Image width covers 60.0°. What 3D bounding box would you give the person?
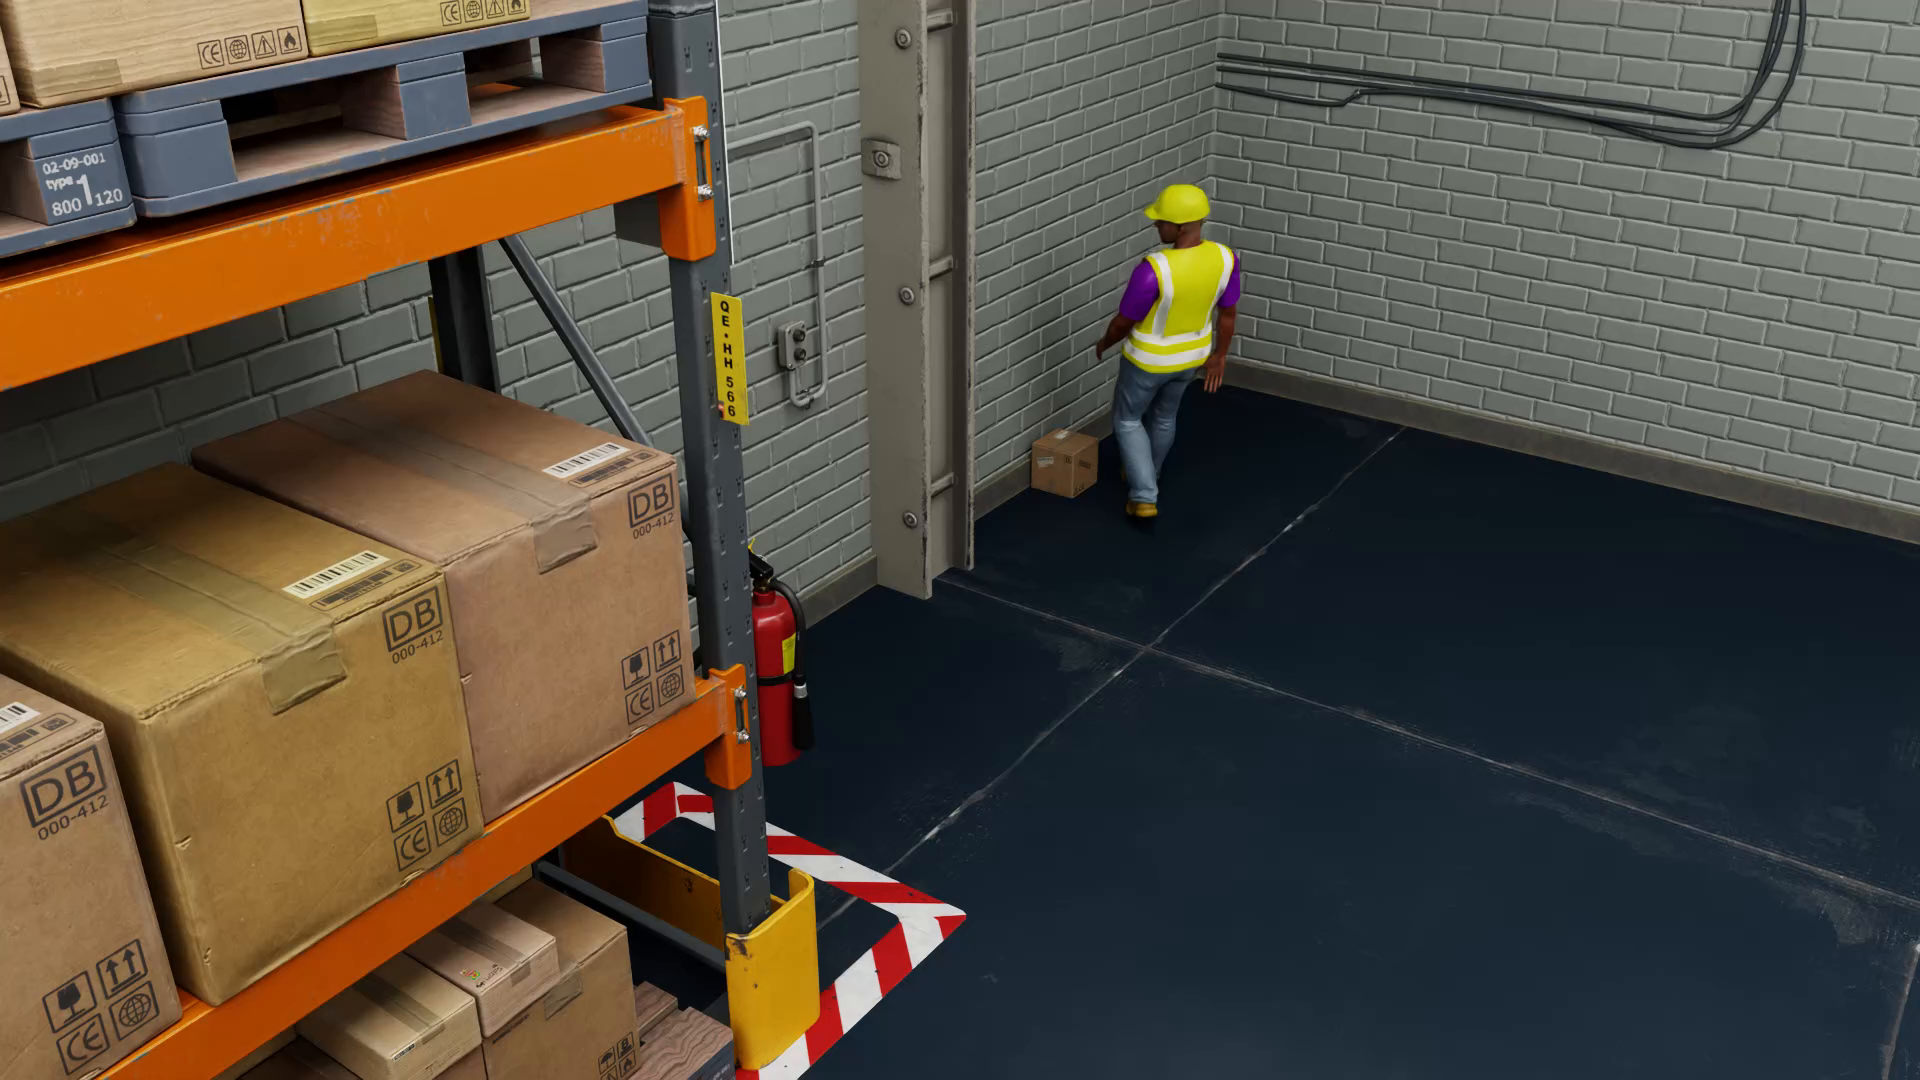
[{"bbox_3d":[0.910,-0.933,7.999,0.598,1.719,0.785,-12,29,-22],"label":"person"}]
